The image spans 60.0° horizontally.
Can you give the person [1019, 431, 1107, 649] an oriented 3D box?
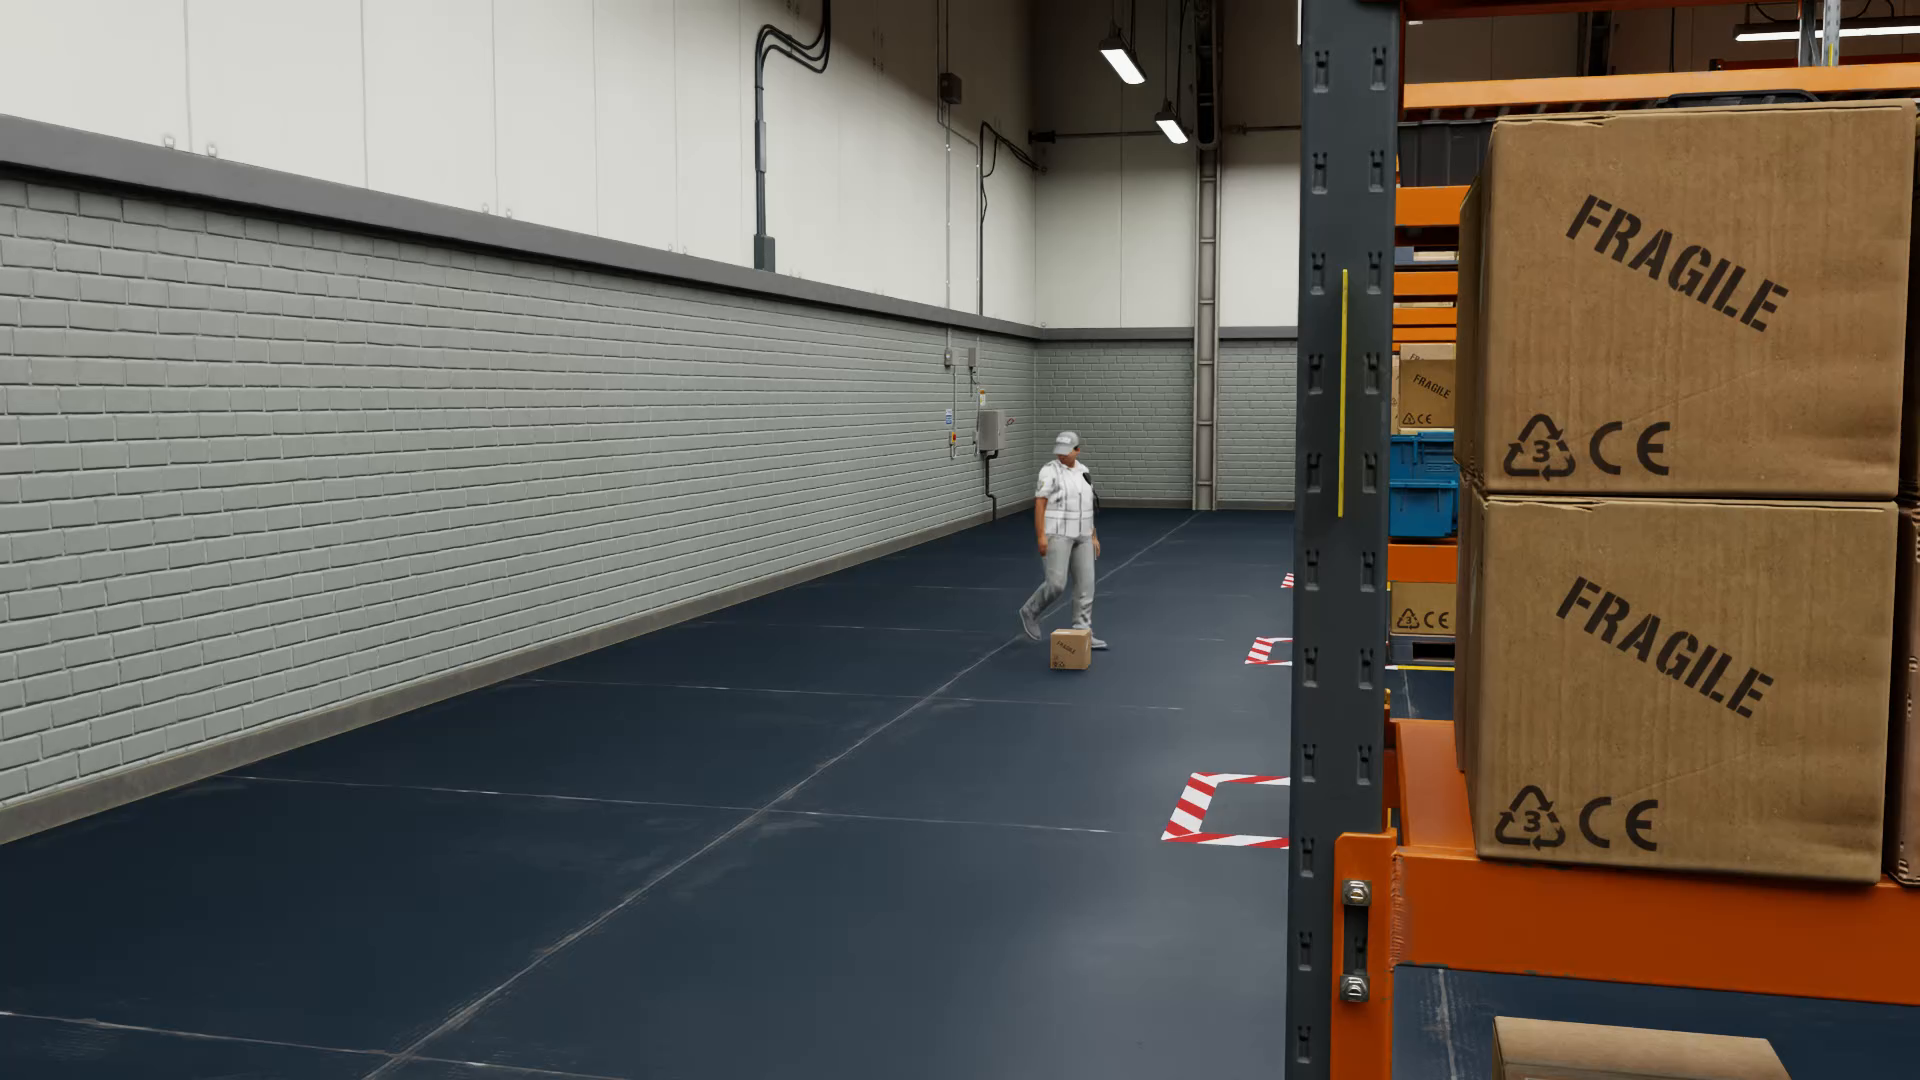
[{"bbox_3d":[0.801,-0.007,12.736,0.518,1.656,0.590,-4,6,-36],"label":"person"}]
